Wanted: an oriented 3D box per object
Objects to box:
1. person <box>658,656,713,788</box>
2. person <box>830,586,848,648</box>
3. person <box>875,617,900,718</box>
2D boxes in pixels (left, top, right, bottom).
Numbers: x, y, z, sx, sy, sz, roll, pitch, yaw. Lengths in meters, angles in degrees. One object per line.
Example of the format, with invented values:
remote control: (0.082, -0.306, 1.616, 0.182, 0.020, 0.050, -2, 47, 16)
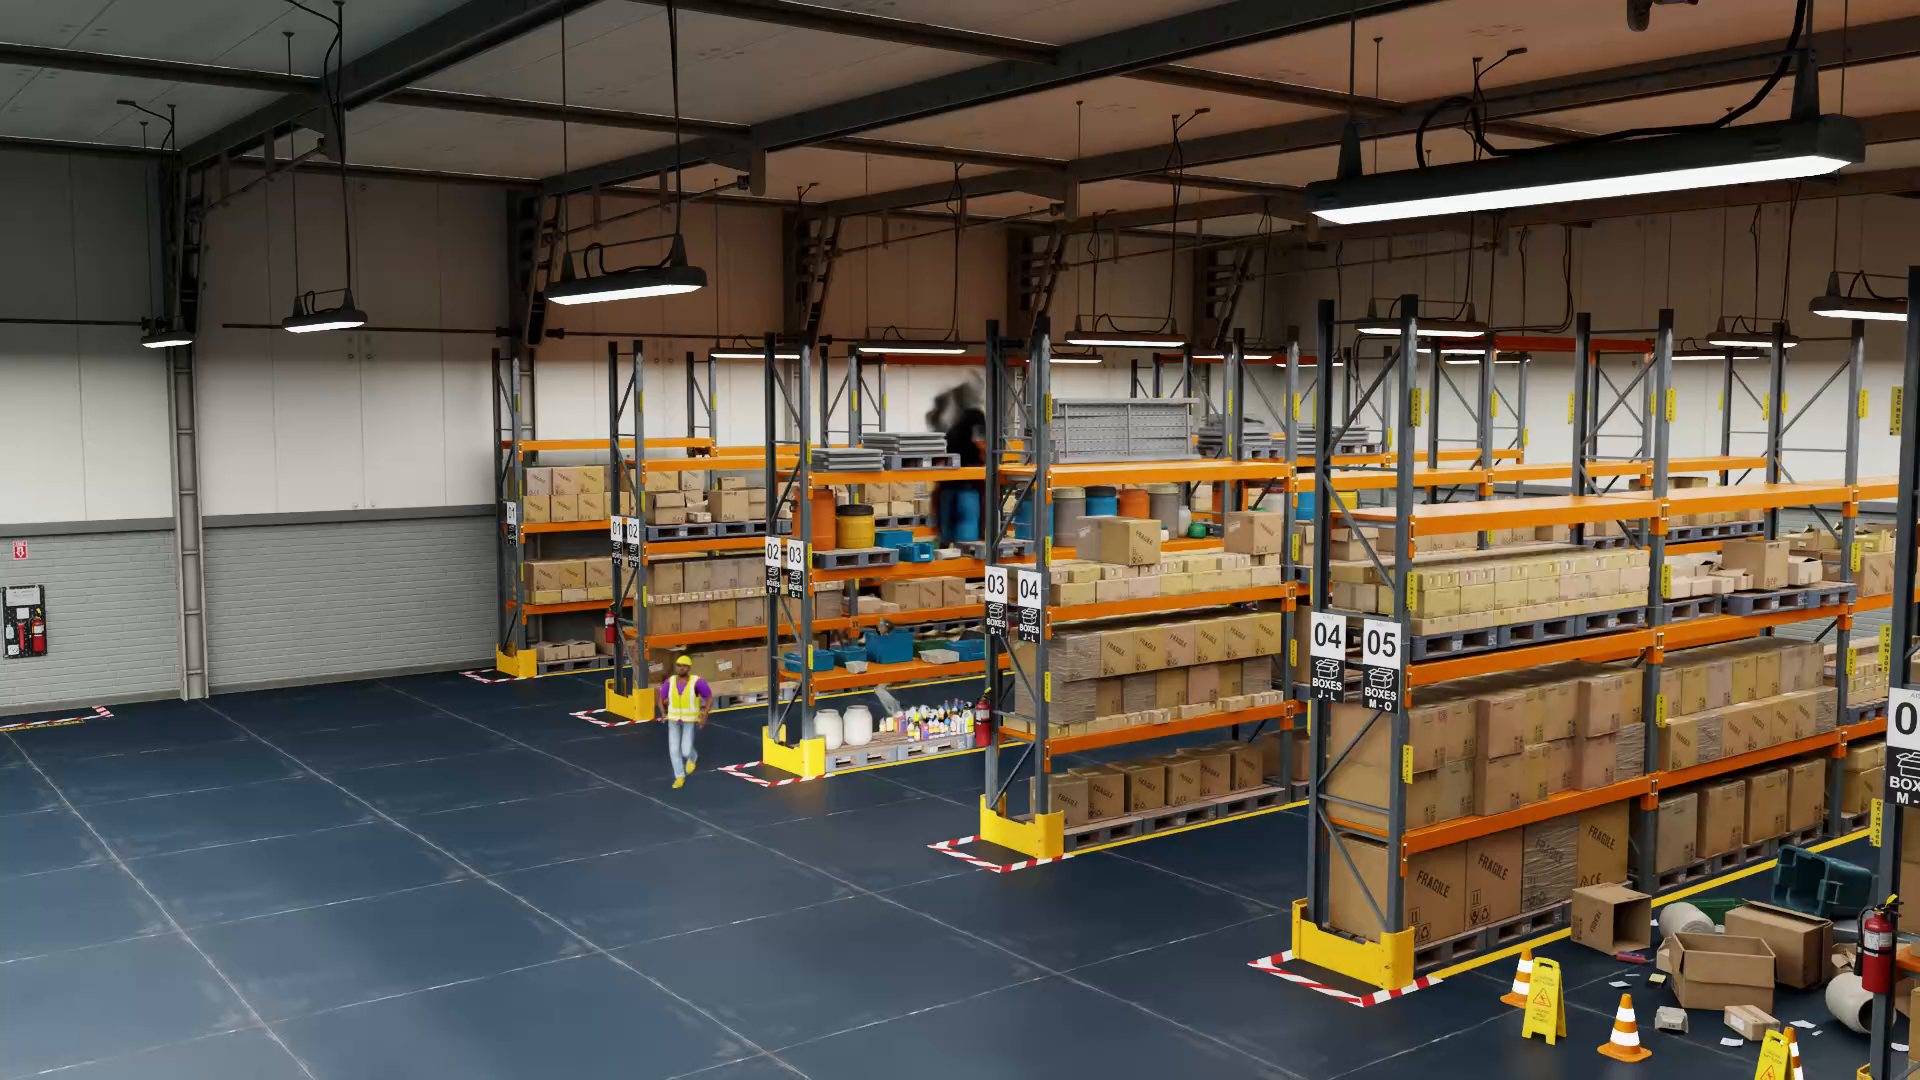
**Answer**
person: (-3.646, 2.380, 22.062, 0.737, 1.728, 0.594, 0, 5, 3)
person: (-2.262, 1.616, 31.091, 0.514, 1.638, 0.624, -3, 6, -32)
person: (-1.216, 2.036, 26.158, 0.528, 1.653, 0.589, -4, 7, -39)
